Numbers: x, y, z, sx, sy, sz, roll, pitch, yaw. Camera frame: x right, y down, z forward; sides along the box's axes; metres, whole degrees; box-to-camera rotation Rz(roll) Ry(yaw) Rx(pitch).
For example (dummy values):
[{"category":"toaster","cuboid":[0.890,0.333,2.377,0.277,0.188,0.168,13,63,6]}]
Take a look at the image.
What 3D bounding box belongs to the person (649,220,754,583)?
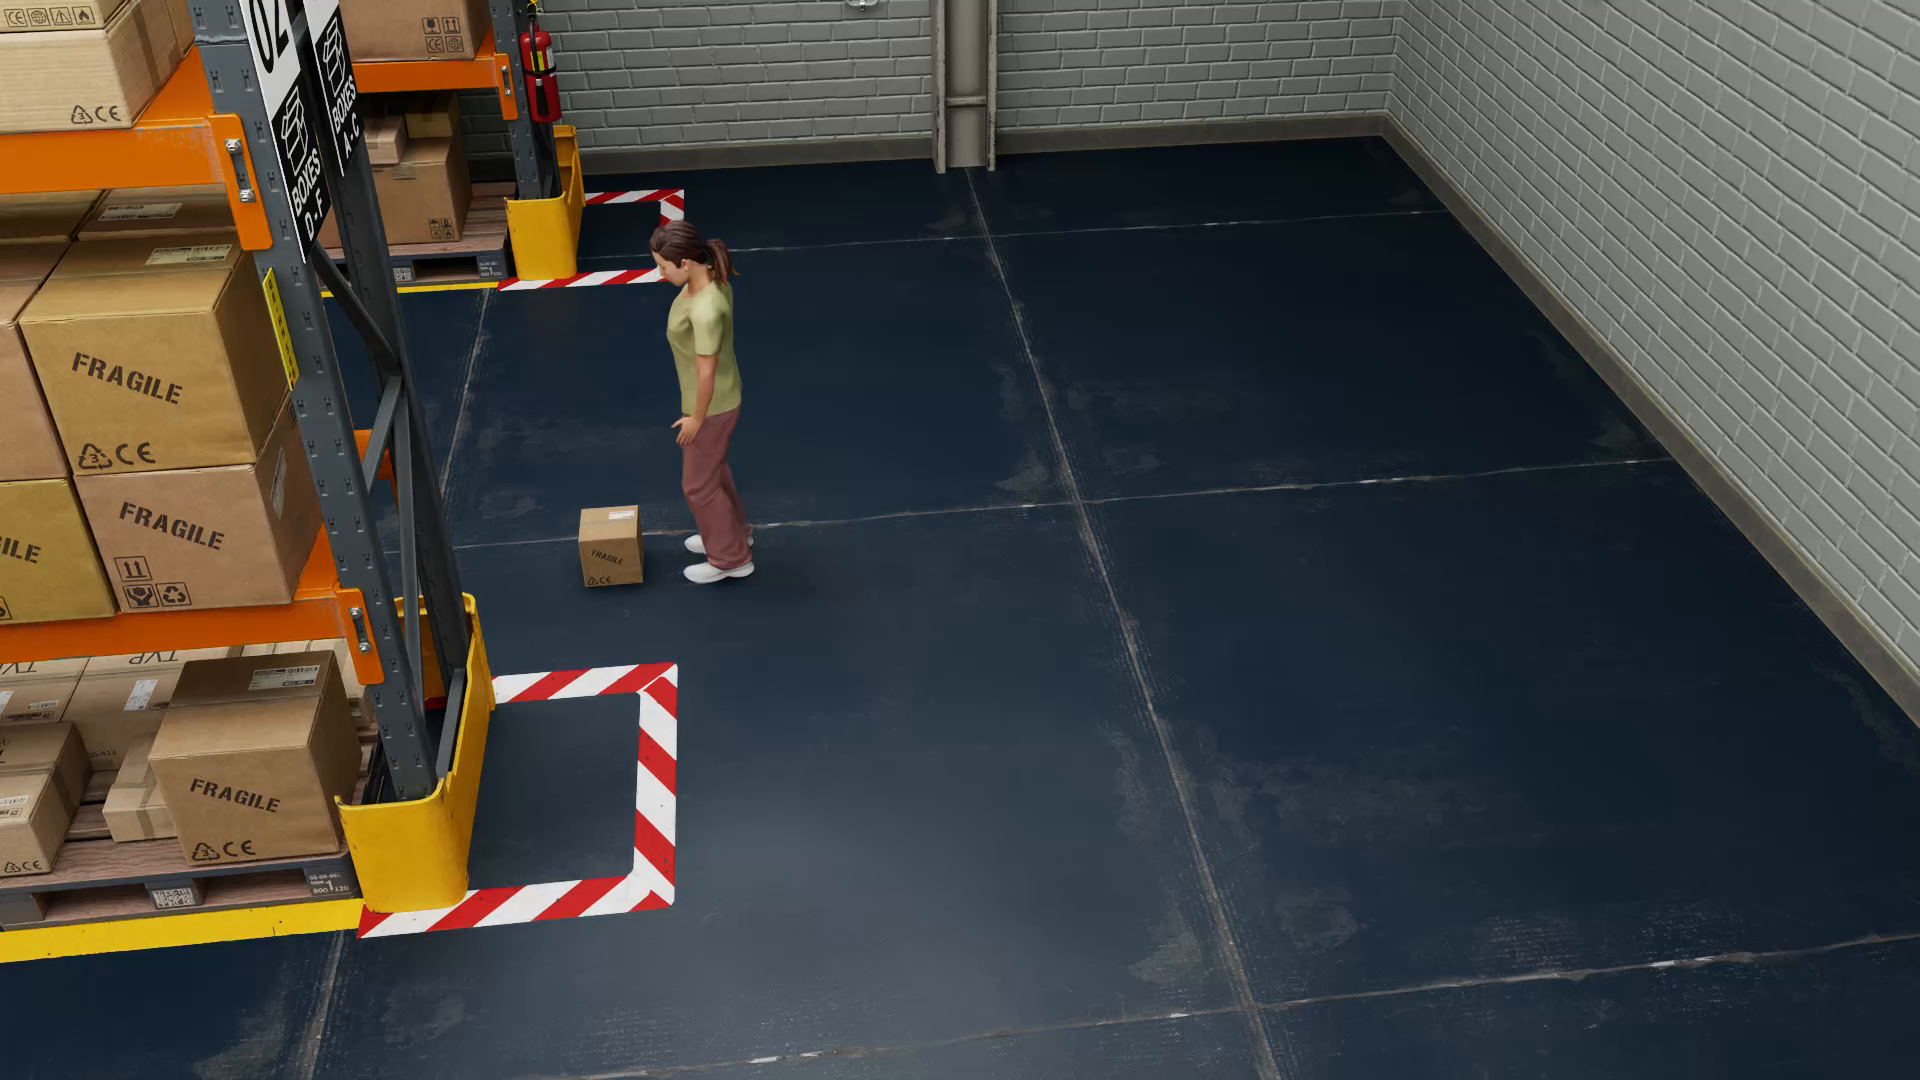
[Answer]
[{"category":"person","cuboid":[-1.058,-0.571,6.983,0.348,1.662,0.455,-4,35,-5]}]
